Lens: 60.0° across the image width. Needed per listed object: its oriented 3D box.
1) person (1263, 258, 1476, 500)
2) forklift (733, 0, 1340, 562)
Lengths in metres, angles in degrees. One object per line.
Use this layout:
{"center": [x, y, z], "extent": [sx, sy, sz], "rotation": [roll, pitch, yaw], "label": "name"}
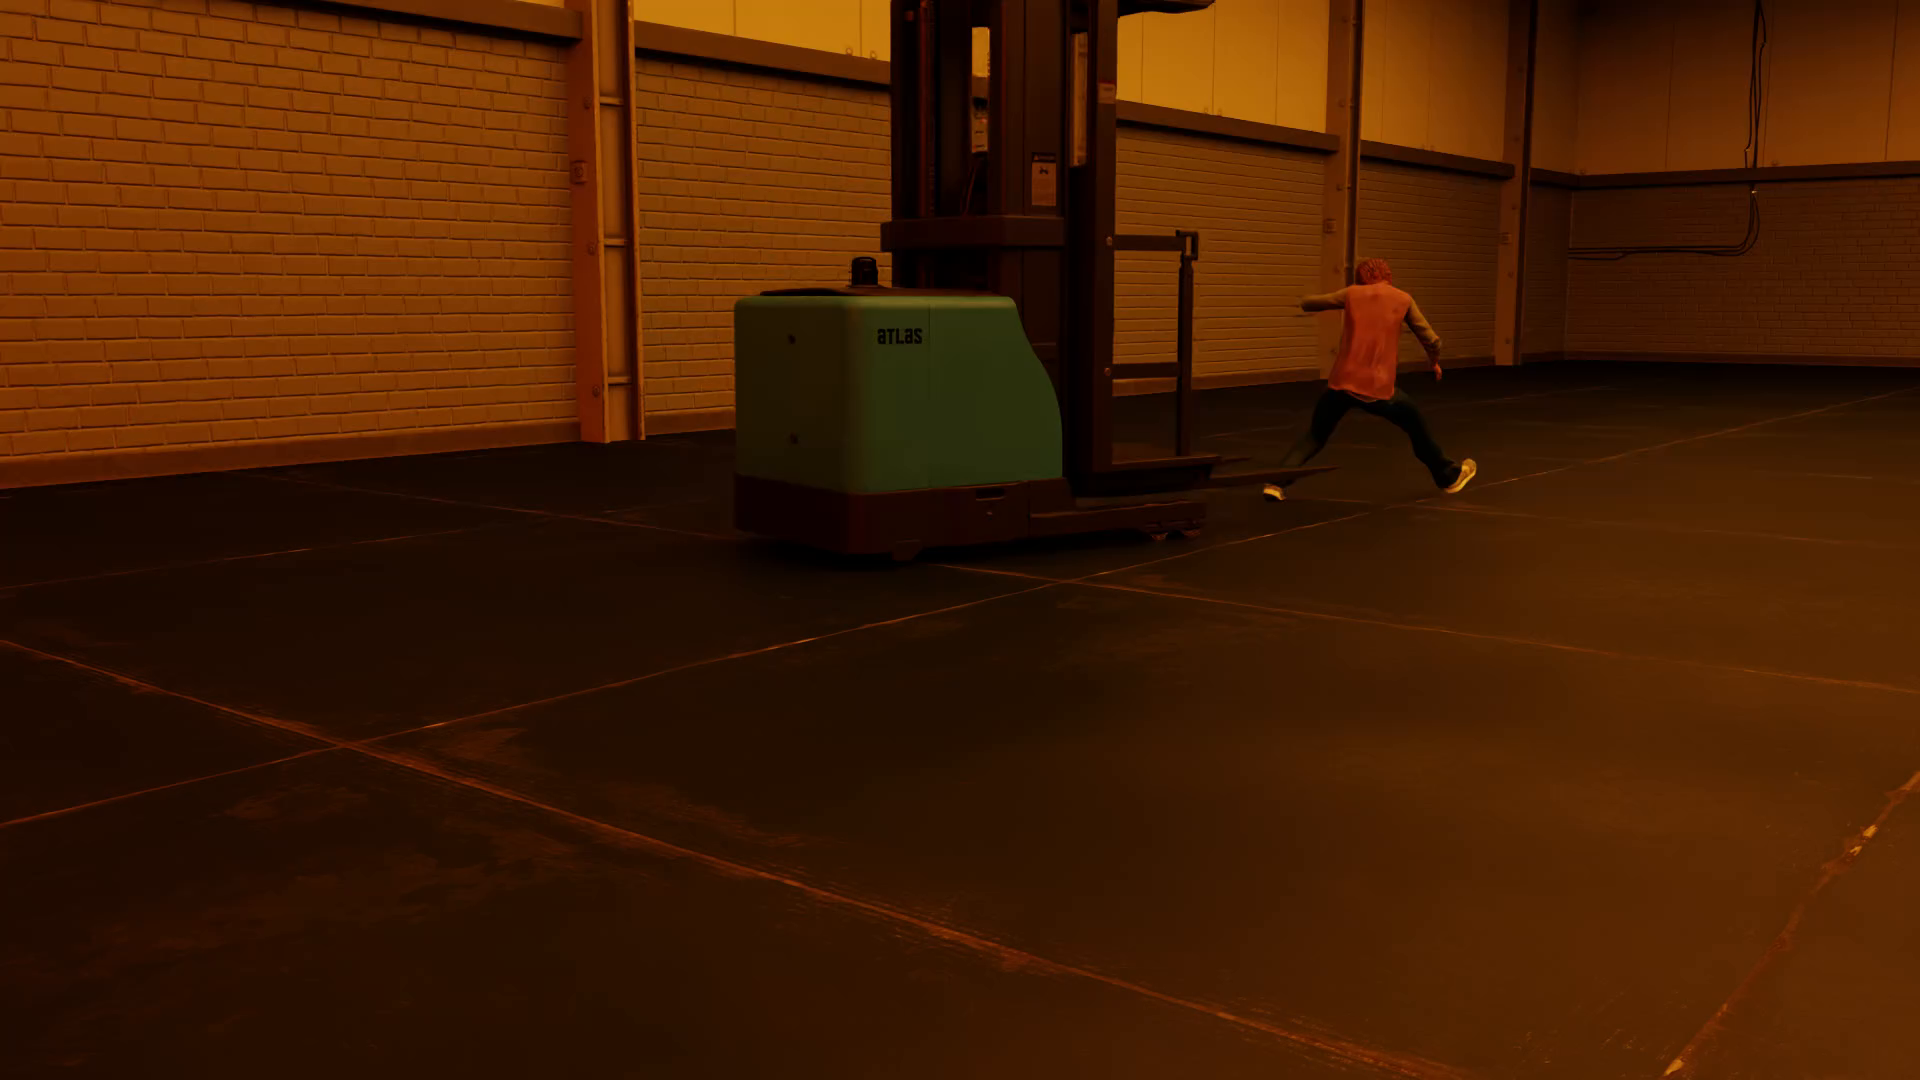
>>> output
{"center": [2.218, -0.841, 8.918], "extent": [0.977, 1.302, 0.922], "rotation": [4, 9, 26], "label": "person"}
{"center": [0.499, -1.507, 7.579], "extent": [3.031, 2.935, 1.130], "rotation": [-6, 10, -36], "label": "forklift"}
